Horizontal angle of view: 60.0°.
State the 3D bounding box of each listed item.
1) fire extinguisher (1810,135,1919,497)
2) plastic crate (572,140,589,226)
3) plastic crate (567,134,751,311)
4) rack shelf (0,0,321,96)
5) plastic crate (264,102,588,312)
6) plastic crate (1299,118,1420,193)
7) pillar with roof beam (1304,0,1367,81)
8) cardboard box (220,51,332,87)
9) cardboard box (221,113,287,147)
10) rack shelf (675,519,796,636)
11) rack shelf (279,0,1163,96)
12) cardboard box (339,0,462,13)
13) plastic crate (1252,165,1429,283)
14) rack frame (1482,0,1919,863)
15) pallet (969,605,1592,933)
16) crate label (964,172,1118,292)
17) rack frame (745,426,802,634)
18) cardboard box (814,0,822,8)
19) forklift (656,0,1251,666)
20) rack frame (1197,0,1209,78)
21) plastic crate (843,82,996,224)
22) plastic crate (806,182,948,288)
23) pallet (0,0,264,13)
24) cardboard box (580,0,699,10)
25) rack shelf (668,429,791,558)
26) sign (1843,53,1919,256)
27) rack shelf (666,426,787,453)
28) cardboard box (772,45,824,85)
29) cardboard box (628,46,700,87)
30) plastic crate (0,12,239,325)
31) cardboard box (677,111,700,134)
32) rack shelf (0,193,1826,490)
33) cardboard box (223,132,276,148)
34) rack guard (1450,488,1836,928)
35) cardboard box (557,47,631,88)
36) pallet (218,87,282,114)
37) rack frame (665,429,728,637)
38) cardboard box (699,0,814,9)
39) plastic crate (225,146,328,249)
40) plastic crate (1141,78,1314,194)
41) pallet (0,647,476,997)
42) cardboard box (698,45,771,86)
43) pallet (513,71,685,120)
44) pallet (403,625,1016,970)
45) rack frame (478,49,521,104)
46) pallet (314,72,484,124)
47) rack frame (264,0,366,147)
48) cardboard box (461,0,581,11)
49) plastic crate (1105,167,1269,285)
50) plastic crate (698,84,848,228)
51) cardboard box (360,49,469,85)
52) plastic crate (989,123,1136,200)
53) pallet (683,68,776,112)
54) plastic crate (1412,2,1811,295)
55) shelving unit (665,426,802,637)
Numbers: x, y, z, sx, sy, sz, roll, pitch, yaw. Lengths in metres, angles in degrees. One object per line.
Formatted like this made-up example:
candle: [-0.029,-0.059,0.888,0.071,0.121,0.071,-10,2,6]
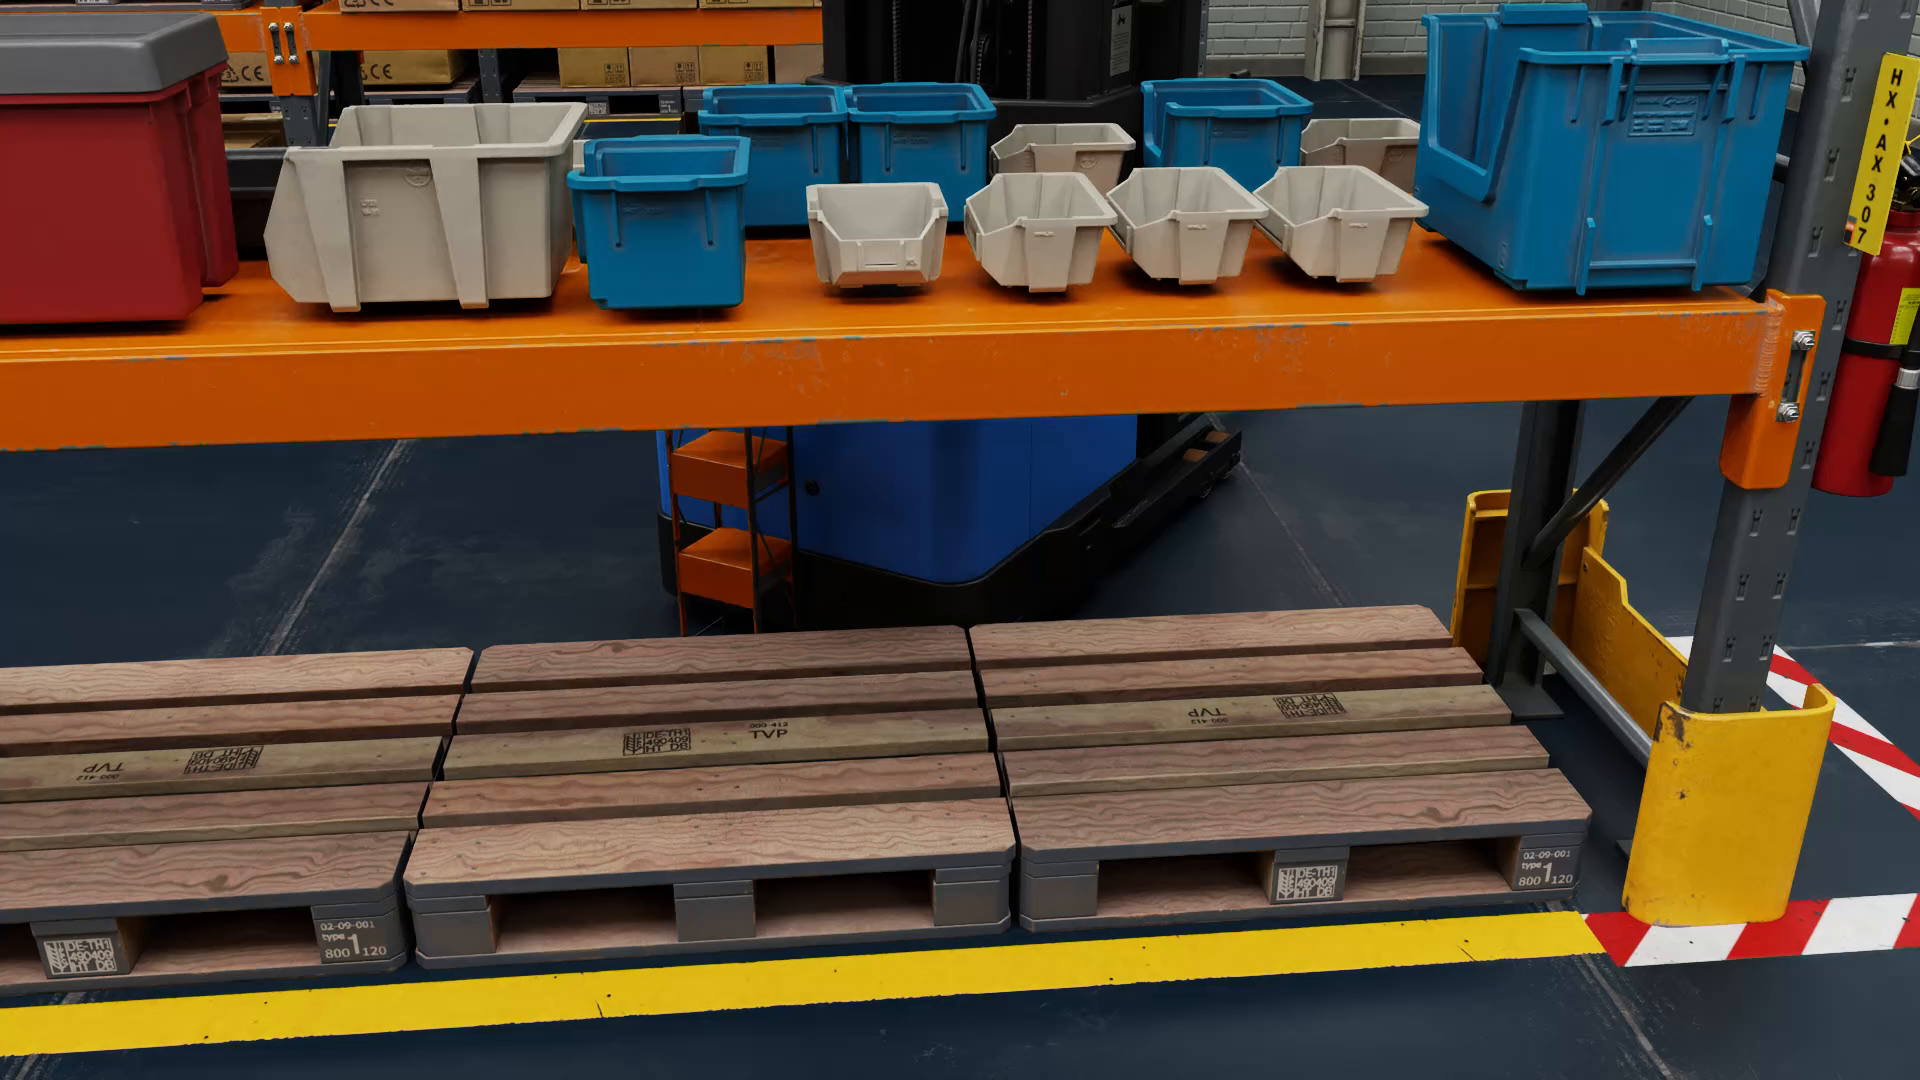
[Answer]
fire extinguisher: [1.693,-0.419,3.053,0.183,0.674,0.296,-2,24,-5]
plastic crate: [-0.779,-0.740,3.473,0.466,0.136,0.293,-2,24,-5]
plastic crate: [-0.521,-0.567,2.966,0.300,0.233,0.416,-2,24,-5]
rack shelf: [-4.956,-2.236,7.474,4.000,0.370,1.077,-2,24,-5]
plastic crate: [-0.945,-0.602,2.984,0.530,0.282,0.437,-2,24,-5]
plastic crate: [0.892,-0.853,3.727,0.298,0.136,0.250,-2,24,-5]
pillar with roof beam: [3.549,-6.265,8.267,0.400,9.000,9.100,-2,24,-5]
cardboard box: [-4.975,-3.741,12.104,0.750,0.750,0.750,-2,24,-4]
cardboard box: [-3.471,-1.783,8.104,0.500,0.500,0.500,-3,24,-8]
rack shelf: [-0.585,0.121,4.395,0.240,0.259,0.215,12,27,25]
rack shelf: [-0.976,-2.396,7.833,4.000,0.370,1.077,-2,24,-5]
cardboard box: [-2.432,-2.601,7.285,0.500,0.500,0.500,-2,24,-4]
plastic crate: [0.704,-0.603,3.165,0.243,0.136,0.396,-2,24,-5]
rack frame: [1.498,-0.802,3.362,0.127,3.000,1.000,-2,24,-5]
pallet: [0.673,0.489,3.889,1.213,0.211,1.003,-2,24,-5]
crate label: [0.139,-0.577,3.105,0.243,0.136,0.396,-2,24,-5]
rack frame: [-0.477,-0.120,4.227,0.008,1.050,0.200,12,27,25]
cardboard box: [-0.417,-2.682,7.469,0.500,0.500,0.500,-2,24,-5]
forklift: [0.314,-1.561,5.154,1.130,2.935,3.031,13,27,27]
rack frame: [1.015,-2.804,7.866,0.127,3.000,1.000,-2,24,-5]
plastic crate: [-0.091,-0.824,3.542,0.300,0.233,0.416,-2,24,-5]
plastic crate: [-0.153,-0.557,3.062,0.250,0.136,0.298,-2,24,-5]
pallet: [-3.772,-2.569,7.574,1.213,0.211,1.003,-2,24,-5]
cardboard box: [-1.425,-2.641,7.377,0.500,0.500,0.500,-2,24,-5]
rack shelf: [-0.585,-0.133,4.282,0.240,0.259,0.215,12,27,25]
sign: [1.568,-0.655,2.830,0.005,0.325,0.100,-2,24,-5]
rack shelf: [-0.585,-0.392,4.167,0.240,0.259,0.215,12,27,25]
cardboard box: [-1.161,-3.747,12.549,0.500,0.500,0.700,-3,24,-7]
cardboard box: [-2.202,-3.704,12.450,0.500,0.500,0.700,-3,24,-6]
plastic crate: [-1.570,-0.633,2.829,0.583,0.464,0.402,-2,24,-5]
cardboard box: [-1.097,-1.782,8.098,0.637,0.503,0.797,-2,24,-5]
rack shelf: [-0.493,-0.394,3.328,4.000,0.370,1.077,-2,24,-5]
cardboard box: [-3.429,-1.568,7.621,0.500,0.500,0.500,-2,24,-5]
rack guard: [1.520,0.334,3.883,0.348,0.500,1.175,-2,24,-5]
cardboard box: [-2.702,-3.685,12.408,0.500,0.500,0.700,-2,24,-4]
pallet: [-5.434,-3.261,12.328,1.213,0.211,1.003,-2,24,-5]
rack frame: [-0.693,-0.165,4.330,0.008,1.050,0.200,12,27,25]
cardboard box: [-0.919,-2.662,7.424,0.500,0.500,0.500,-3,24,-6]
plastic crate: [-1.395,-0.697,3.391,0.590,0.125,0.437,-2,24,-5]
plastic crate: [0.565,-0.850,3.602,0.300,0.233,0.416,-2,24,-5]
pallet: [-1.755,0.587,3.670,1.213,0.211,1.003,-2,24,-5]
cardboard box: [-1.691,-3.723,12.494,0.500,0.500,0.700,-2,24,-4]
pallet: [-2.692,-3.371,12.575,1.213,0.211,1.003,-2,24,-5]
pallet: [-0.538,0.537,3.783,1.213,0.211,1.003,-2,24,-5]
rack frame: [-3.457,-4.647,12.012,0.127,3.000,1.000,-2,24,-5]
pallet: [-4.217,-3.311,12.440,1.213,0.211,1.003,-2,24,-5]
rack frame: [-2.966,-2.645,7.507,0.127,3.000,1.000,-2,24,-5]
cardboard box: [-1.923,-2.622,7.334,0.500,0.500,0.500,-2,24,-4]
plastic crate: [0.414,-0.598,3.152,0.243,0.136,0.396,-2,24,-5]
plastic crate: [-0.389,-0.812,3.515,0.300,0.233,0.416,-2,24,-5]
cardboard box: [-4.091,-3.778,12.186,0.750,0.750,0.750,-2,24,-5]
plastic crate: [0.217,-0.826,3.666,0.298,0.136,0.250,-2,24,-5]
pallet: [-1.475,-3.421,12.688,1.213,0.211,1.003,-2,24,-5]
plastic crate: [1.183,-0.757,3.142,0.499,0.435,0.616,-2,24,-5]
shelving unit: [-0.585,-0.143,4.278,0.252,1.050,0.215,12,27,25]
